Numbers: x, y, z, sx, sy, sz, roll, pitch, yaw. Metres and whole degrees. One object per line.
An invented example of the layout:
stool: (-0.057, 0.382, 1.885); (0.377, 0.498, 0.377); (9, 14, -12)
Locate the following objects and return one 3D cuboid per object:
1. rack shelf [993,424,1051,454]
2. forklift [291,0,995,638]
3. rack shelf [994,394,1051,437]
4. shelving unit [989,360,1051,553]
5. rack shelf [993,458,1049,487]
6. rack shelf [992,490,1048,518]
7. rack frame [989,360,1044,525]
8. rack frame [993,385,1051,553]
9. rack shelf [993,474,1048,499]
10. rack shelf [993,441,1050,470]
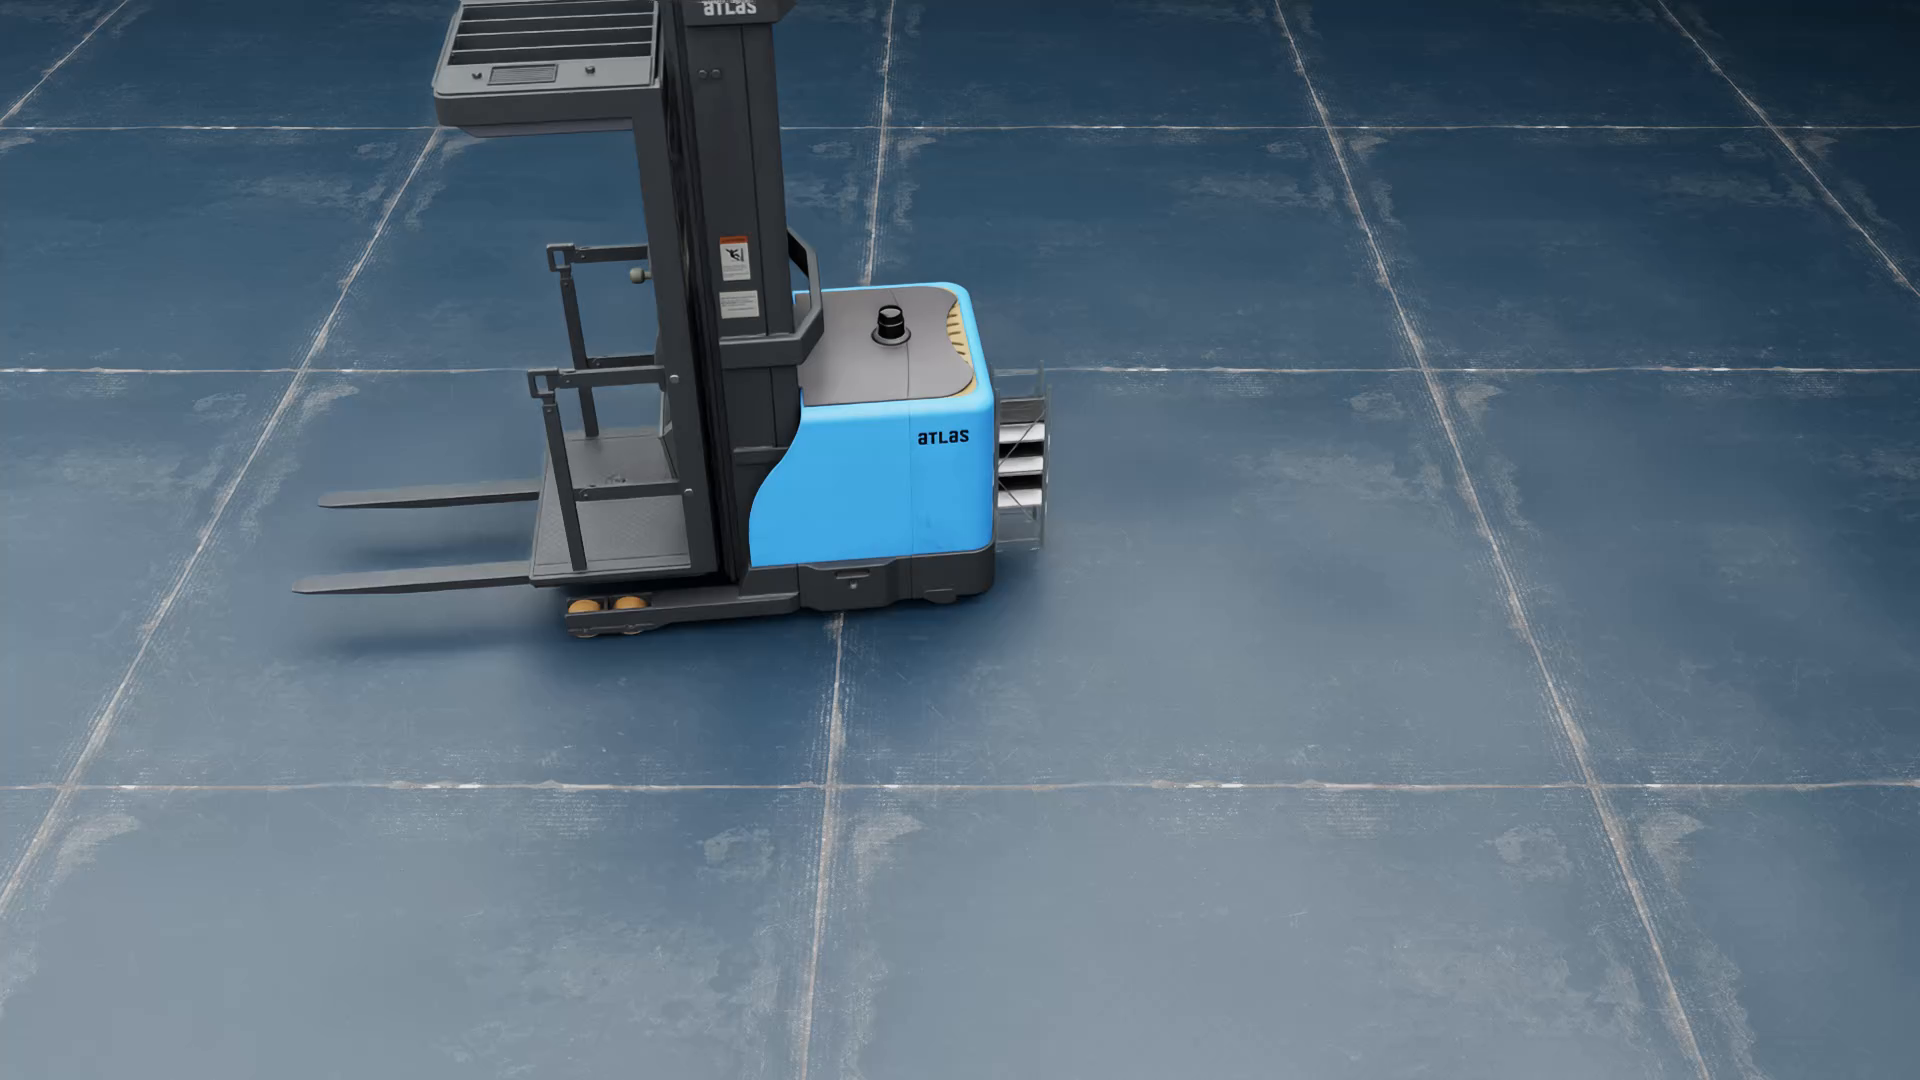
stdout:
rack shelf: (0.259, -0.480, 7.394); (0.258, 0.077, 0.200); (-4, 39, -5)
forklift: (-1.401, -1.070, 6.742); (3.031, 2.935, 1.130); (-4, 39, -5)
rack shelf: (0.259, -0.550, 7.338); (0.258, 0.077, 0.200); (-4, 39, -5)
shelving unit: (0.258, -0.366, 7.486); (0.258, 0.900, 0.210); (-4, 39, -5)
rack shelf: (0.258, -0.340, 7.507); (0.258, 0.077, 0.200); (-4, 39, -5)
rack shelf: (0.257, -0.199, 7.619); (0.258, 0.077, 0.200); (-4, 39, -5)
rack frame: (0.246, -0.429, 7.564); (0.240, 0.900, 0.006); (-4, 39, -5)
rack frame: (0.270, -0.303, 7.407); (0.240, 0.900, 0.006); (-4, 39, -5)
rack shelf: (0.257, -0.269, 7.563); (0.258, 0.077, 0.200); (-4, 39, -5)
rack shelf: (0.258, -0.410, 7.450); (0.258, 0.077, 0.200); (-4, 39, -5)
